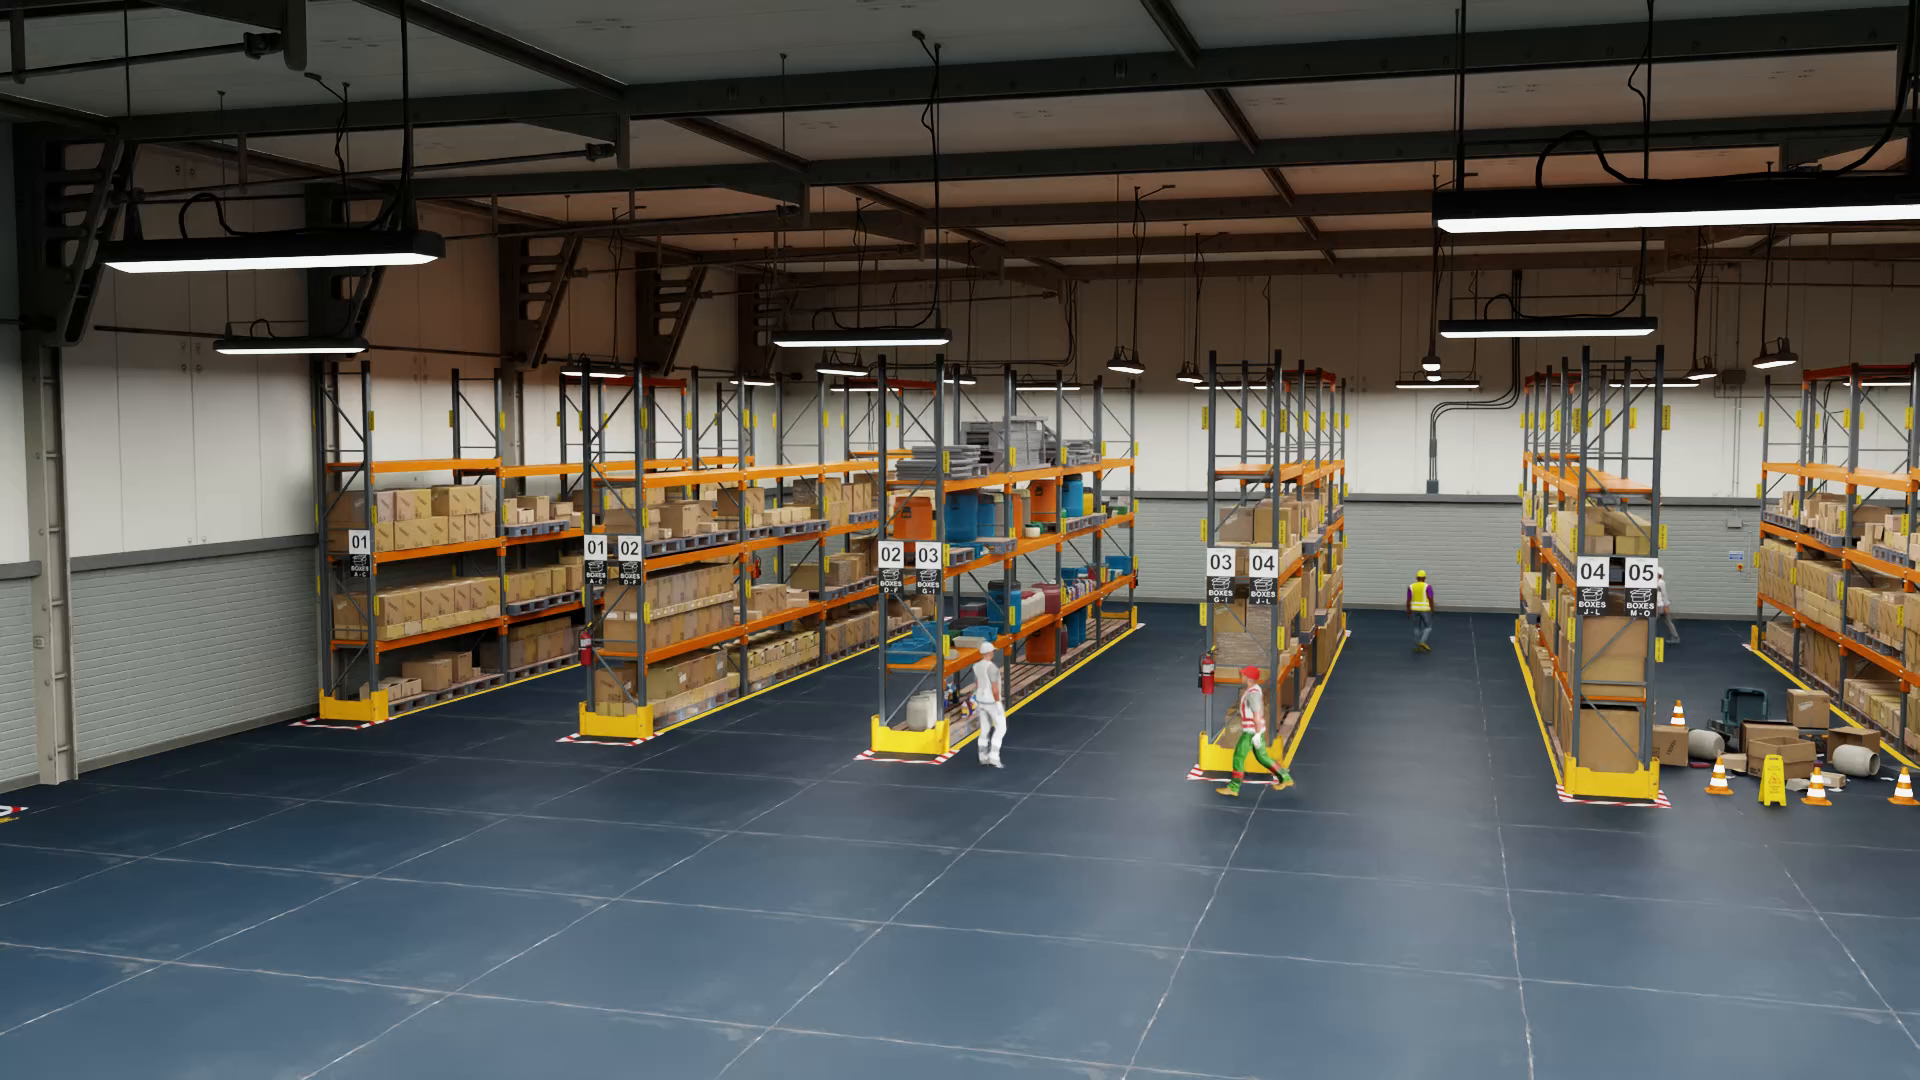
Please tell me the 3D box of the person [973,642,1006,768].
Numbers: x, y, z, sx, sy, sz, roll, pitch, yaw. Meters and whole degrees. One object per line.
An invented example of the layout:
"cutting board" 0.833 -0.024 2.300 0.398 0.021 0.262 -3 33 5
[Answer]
"person" 0.434 2.396 24.233 0.351 1.826 0.670 -2 5 -30

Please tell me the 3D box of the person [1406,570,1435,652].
"person" 9.951 1.543 36.020 0.603 1.769 0.524 3 5 38

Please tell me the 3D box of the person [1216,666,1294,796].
"person" 3.939 2.542 22.165 1.034 1.754 0.603 1 4 9

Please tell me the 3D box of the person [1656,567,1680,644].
"person" 15.655 1.454 37.347 1.027 1.706 0.507 3 5 37
